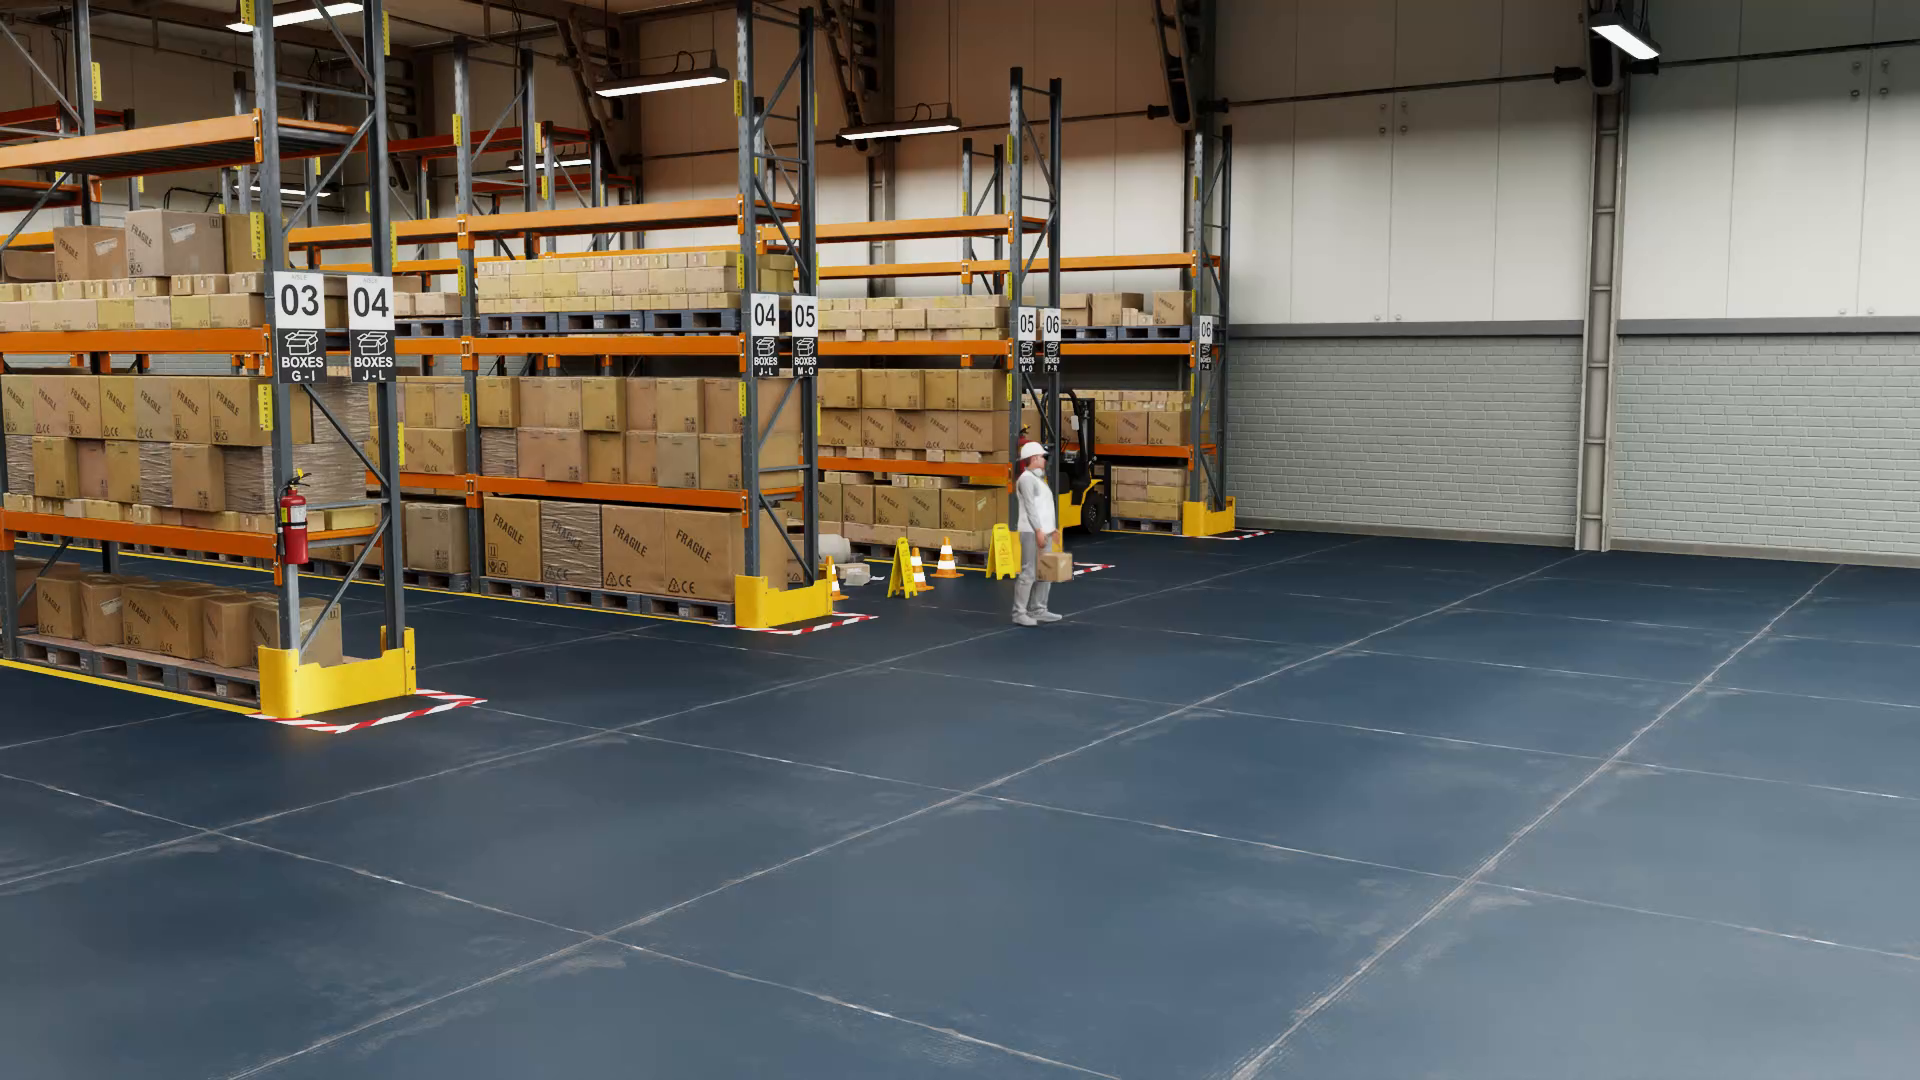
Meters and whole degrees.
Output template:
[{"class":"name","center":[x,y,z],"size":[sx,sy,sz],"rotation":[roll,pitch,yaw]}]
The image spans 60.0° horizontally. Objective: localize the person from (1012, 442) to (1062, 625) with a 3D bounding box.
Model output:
[{"class":"person","center":[0.755,-0.068,16.290],"size":[0.438,1.768,0.614],"rotation":[2,6,16]}]
